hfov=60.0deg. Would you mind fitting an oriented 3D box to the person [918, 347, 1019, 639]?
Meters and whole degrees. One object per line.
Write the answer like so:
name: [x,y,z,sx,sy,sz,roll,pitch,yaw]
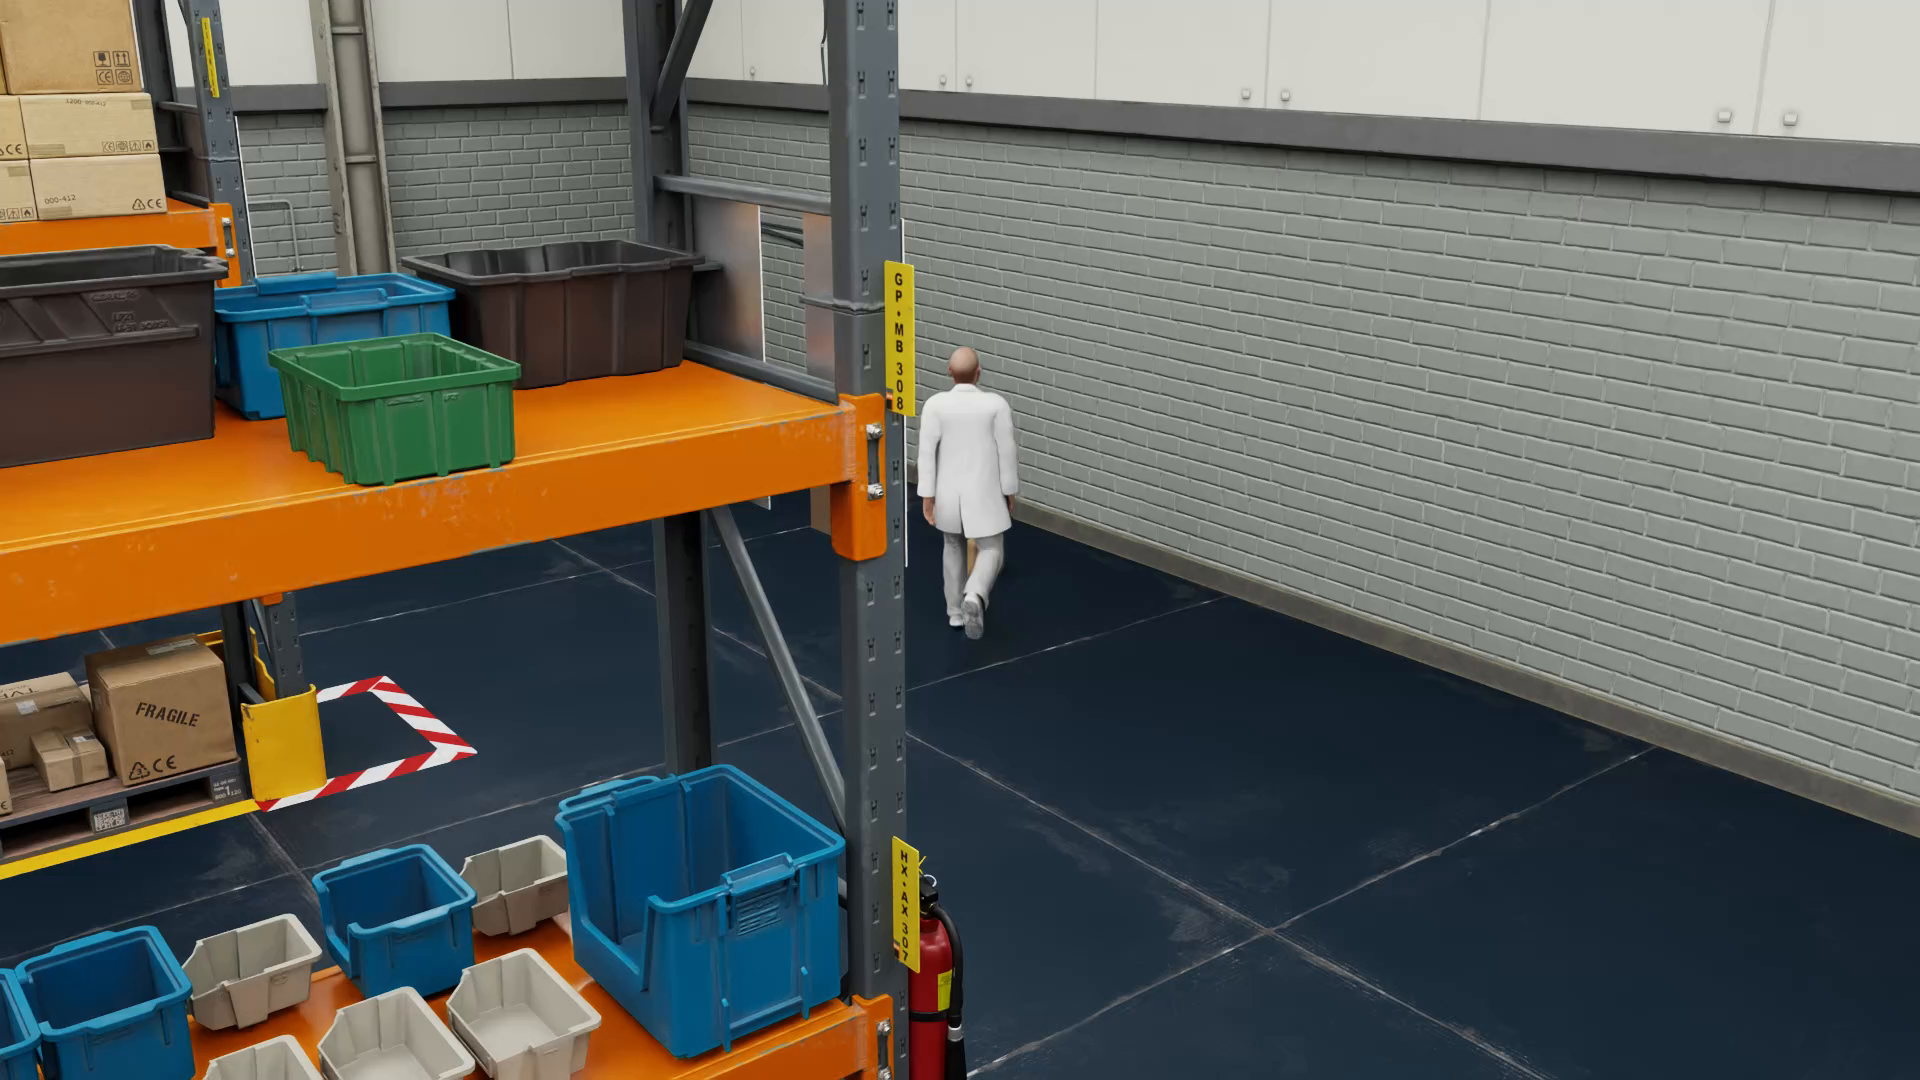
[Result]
person: [0.044,-0.273,9.914,0.590,1.754,0.873,3,18,11]
